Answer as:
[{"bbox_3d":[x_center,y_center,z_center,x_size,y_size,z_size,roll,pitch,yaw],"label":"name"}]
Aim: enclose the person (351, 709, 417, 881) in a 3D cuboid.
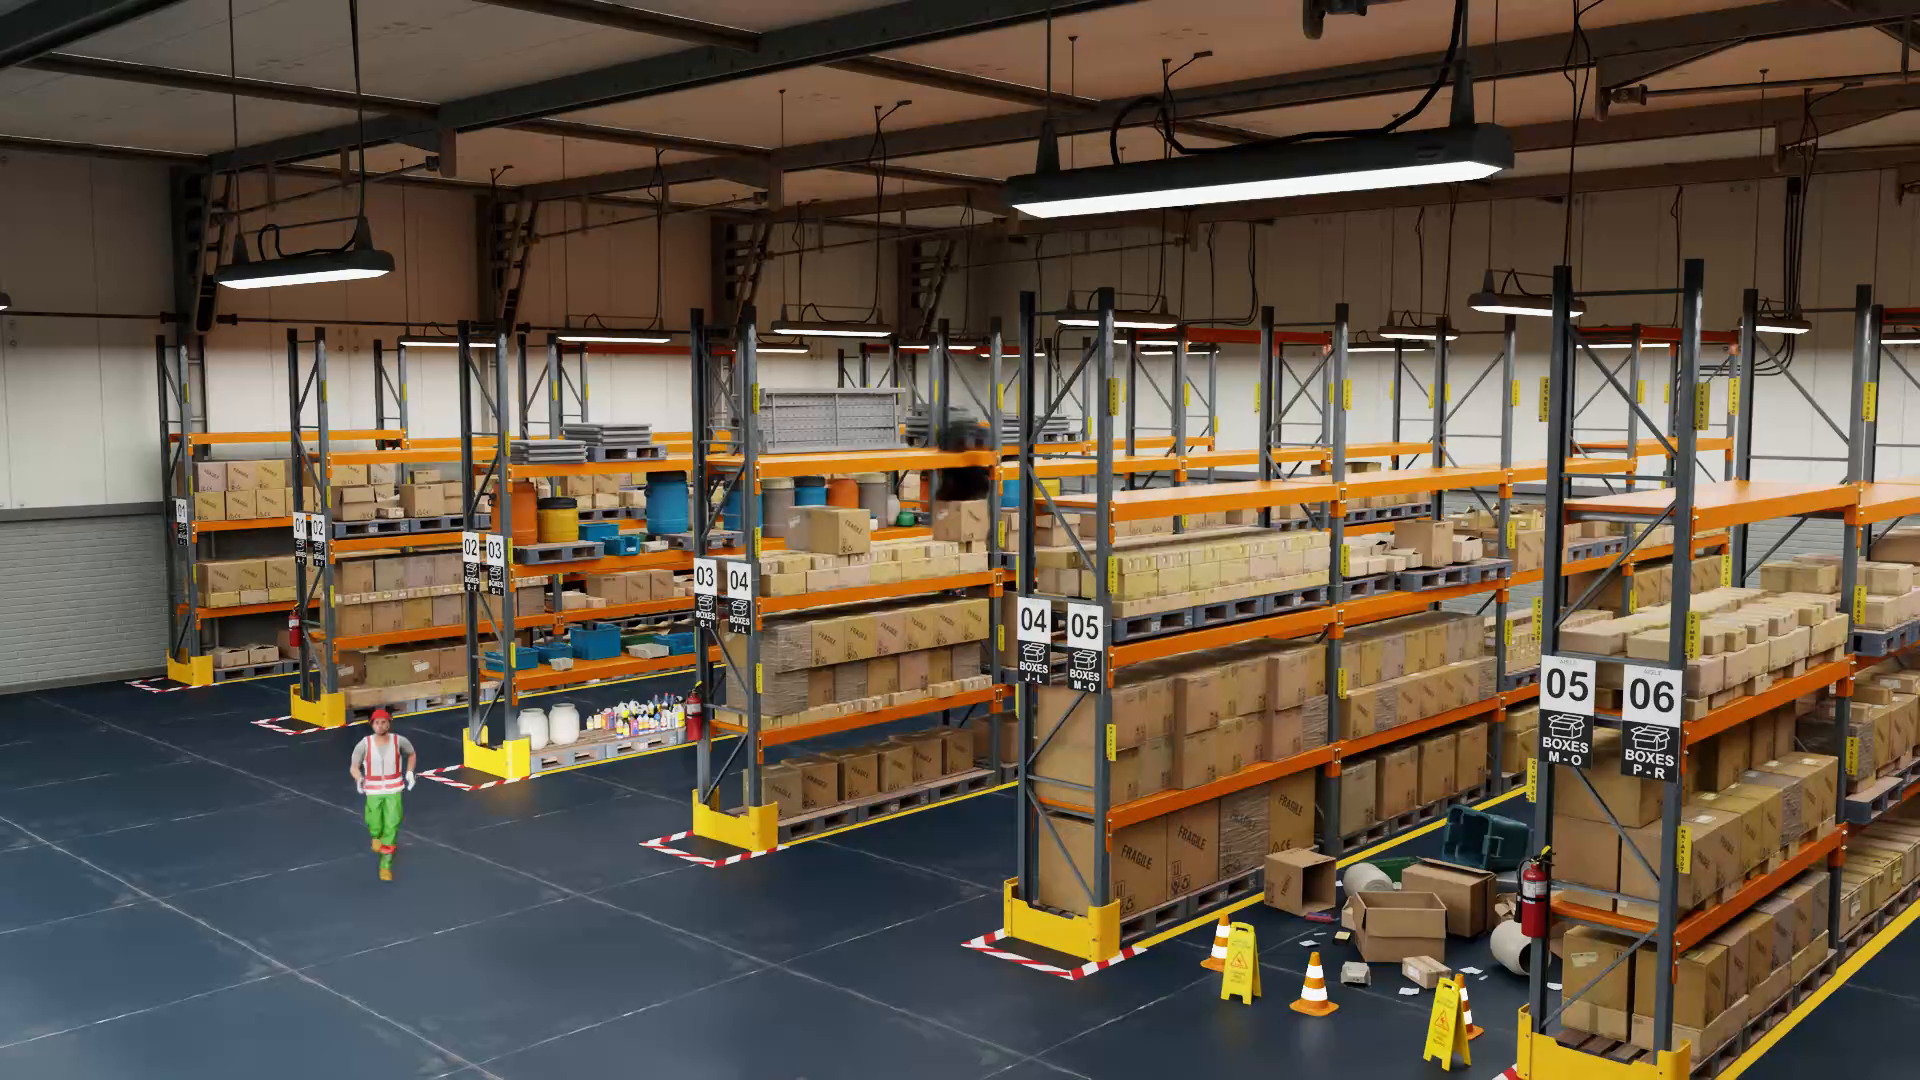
[{"bbox_3d":[-6.073,2.652,17.567,0.669,1.748,0.848,-2,6,-20],"label":"person"}]
